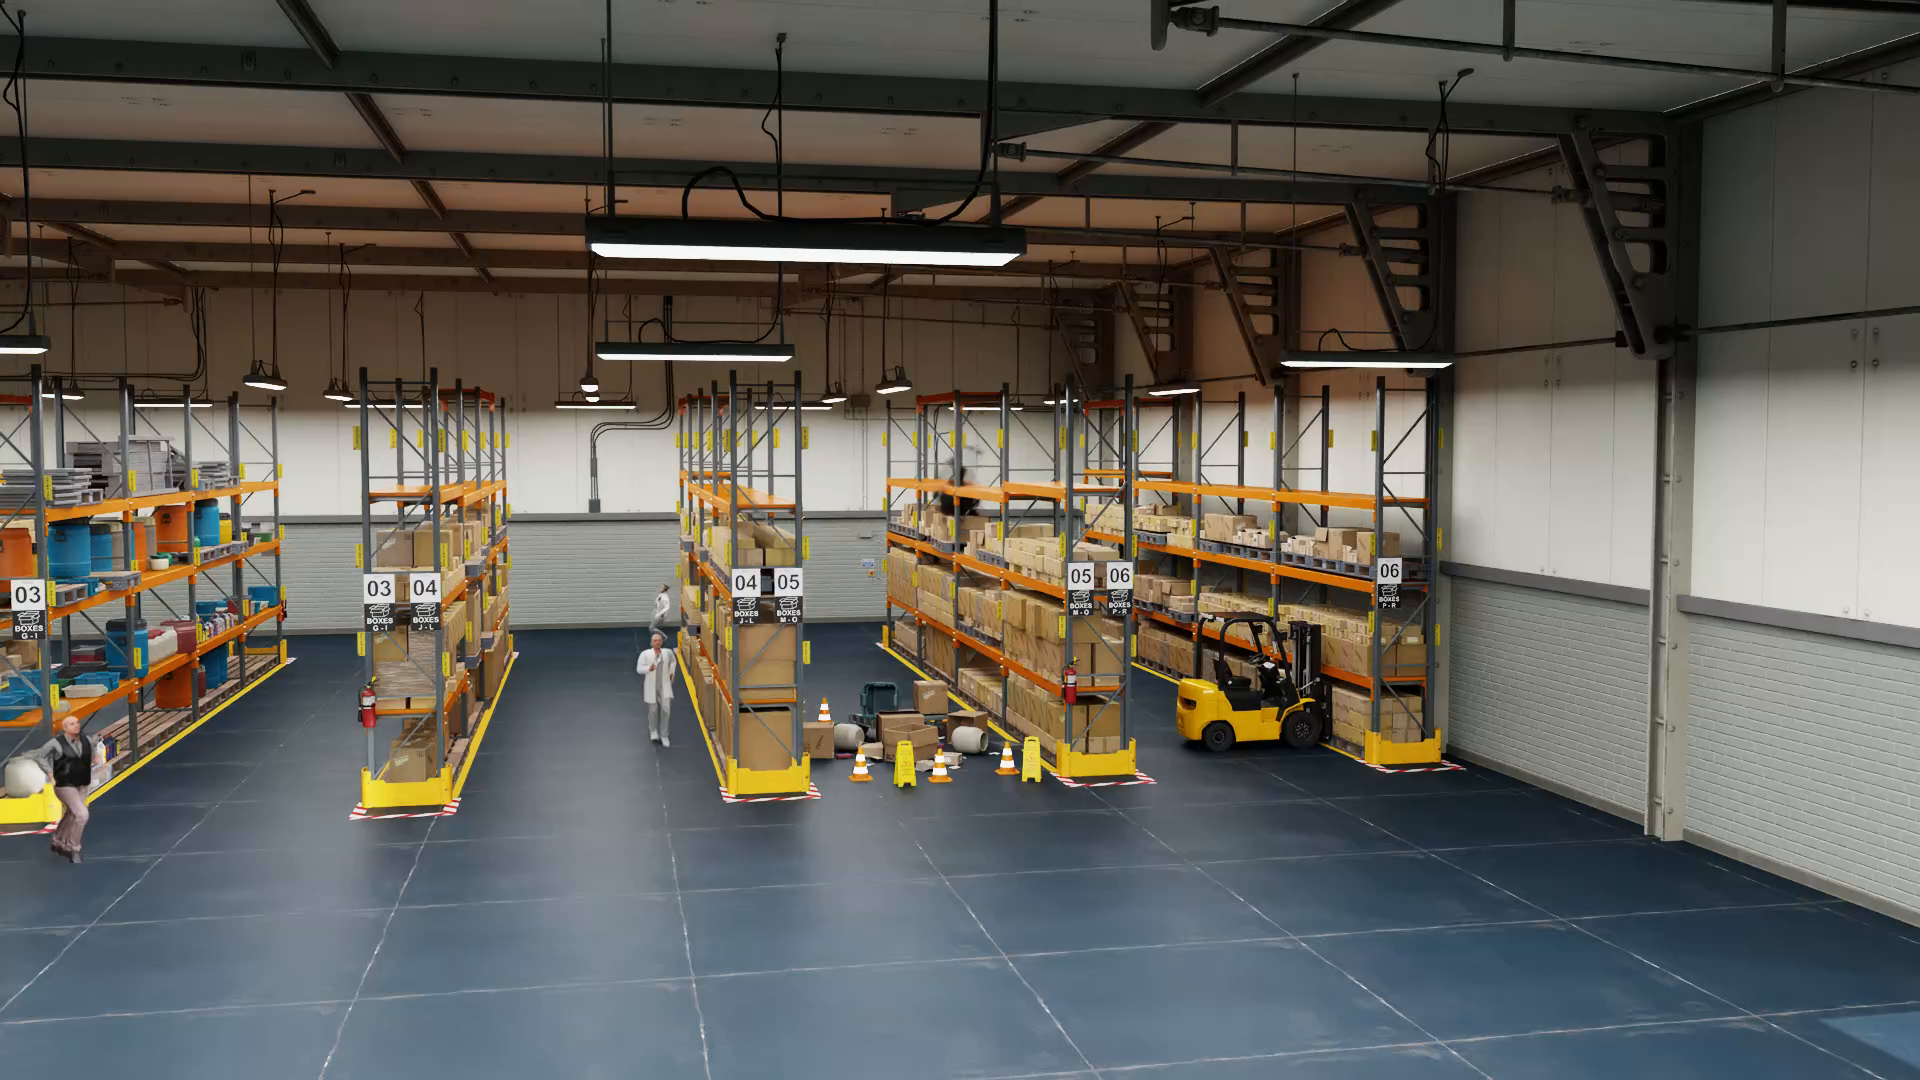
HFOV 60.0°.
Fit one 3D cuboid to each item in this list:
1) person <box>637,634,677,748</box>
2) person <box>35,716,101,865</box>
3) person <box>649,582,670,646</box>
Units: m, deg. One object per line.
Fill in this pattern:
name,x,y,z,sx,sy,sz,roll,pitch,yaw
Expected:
person,-4.998,2.465,27.481,0.685,1.831,0.832,-1,4,-16
person,-10.572,2.980,19.839,0.761,1.785,0.625,1,4,21
person,-7.303,1.813,40.383,0.525,1.604,0.691,-1,3,-13
